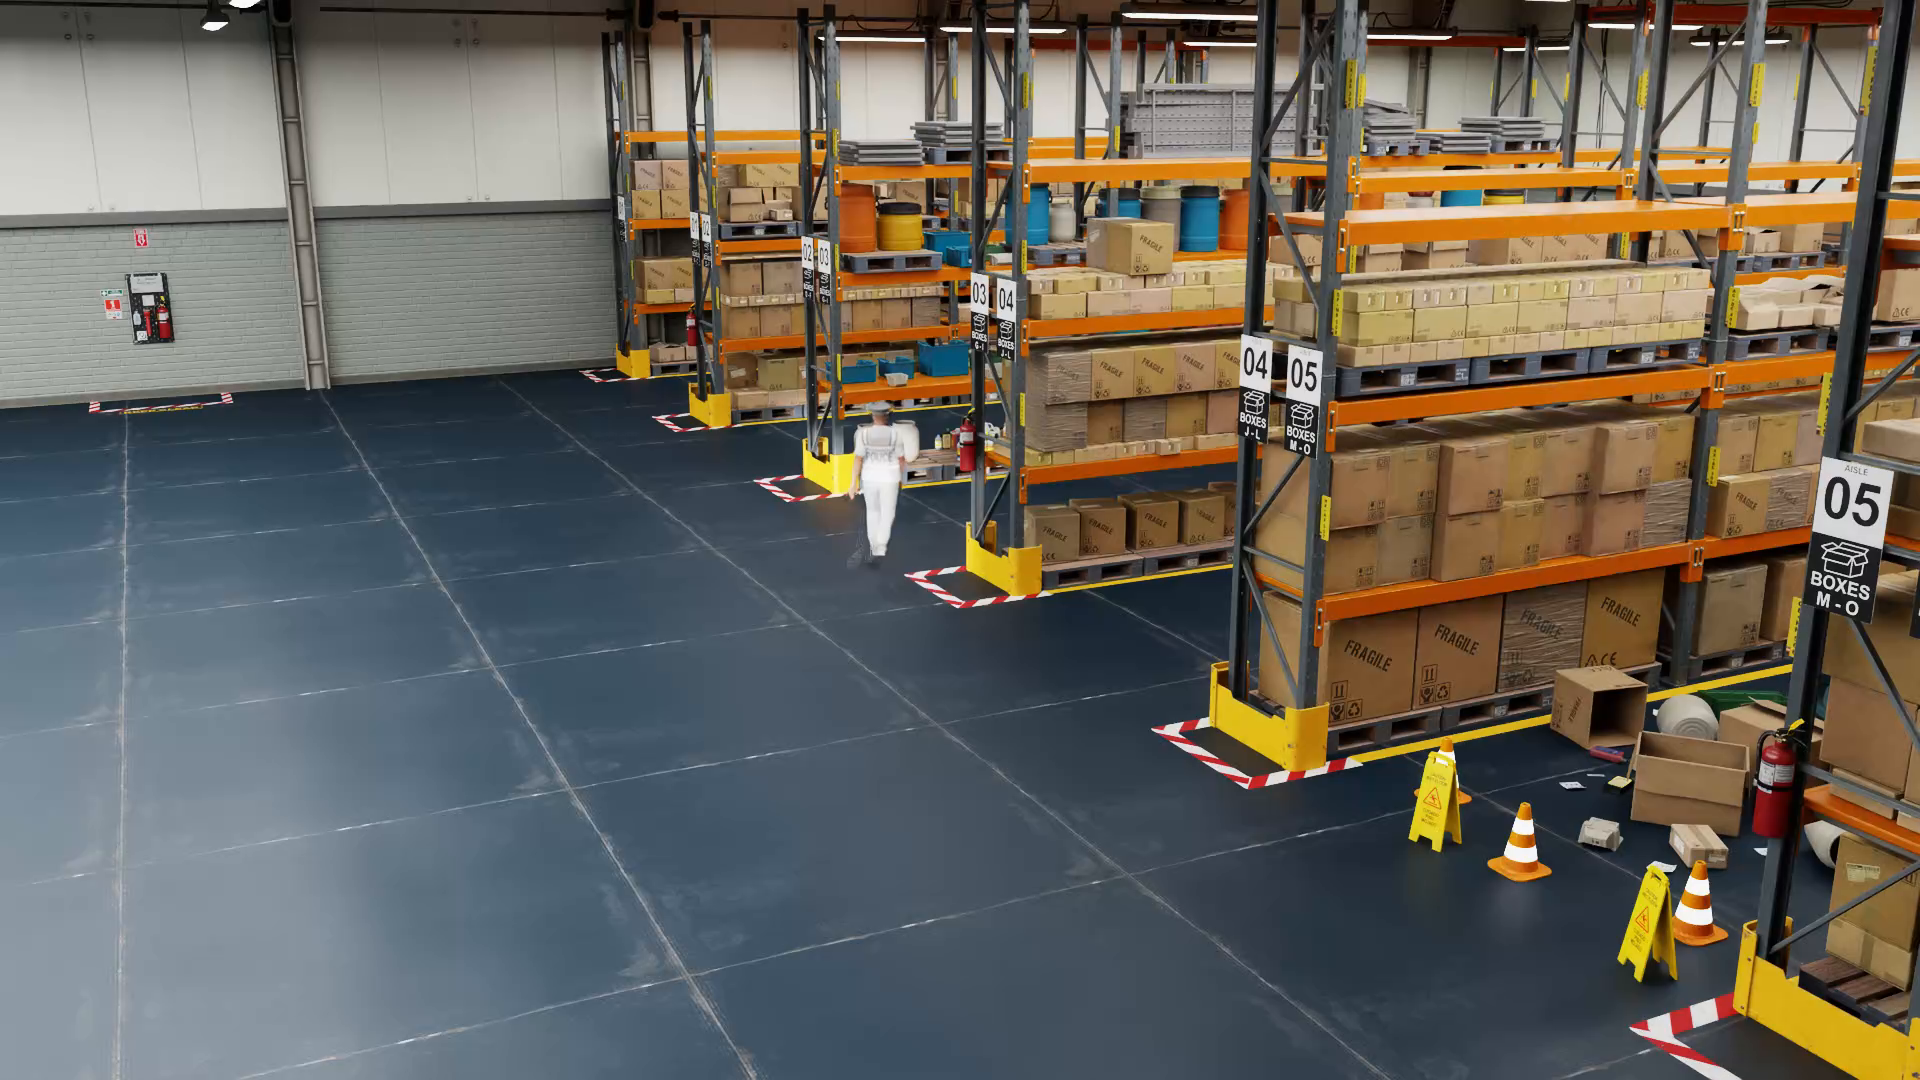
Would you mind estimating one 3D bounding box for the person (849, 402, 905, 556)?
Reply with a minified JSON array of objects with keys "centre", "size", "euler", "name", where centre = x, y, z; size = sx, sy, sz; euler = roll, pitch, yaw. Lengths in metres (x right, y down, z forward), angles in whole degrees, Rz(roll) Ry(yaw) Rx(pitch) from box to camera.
[{"centre":[-0.898,-0.661,18.273],"size":[0.612,1.714,0.900],"euler":[1,15,5],"name":"person"}]
